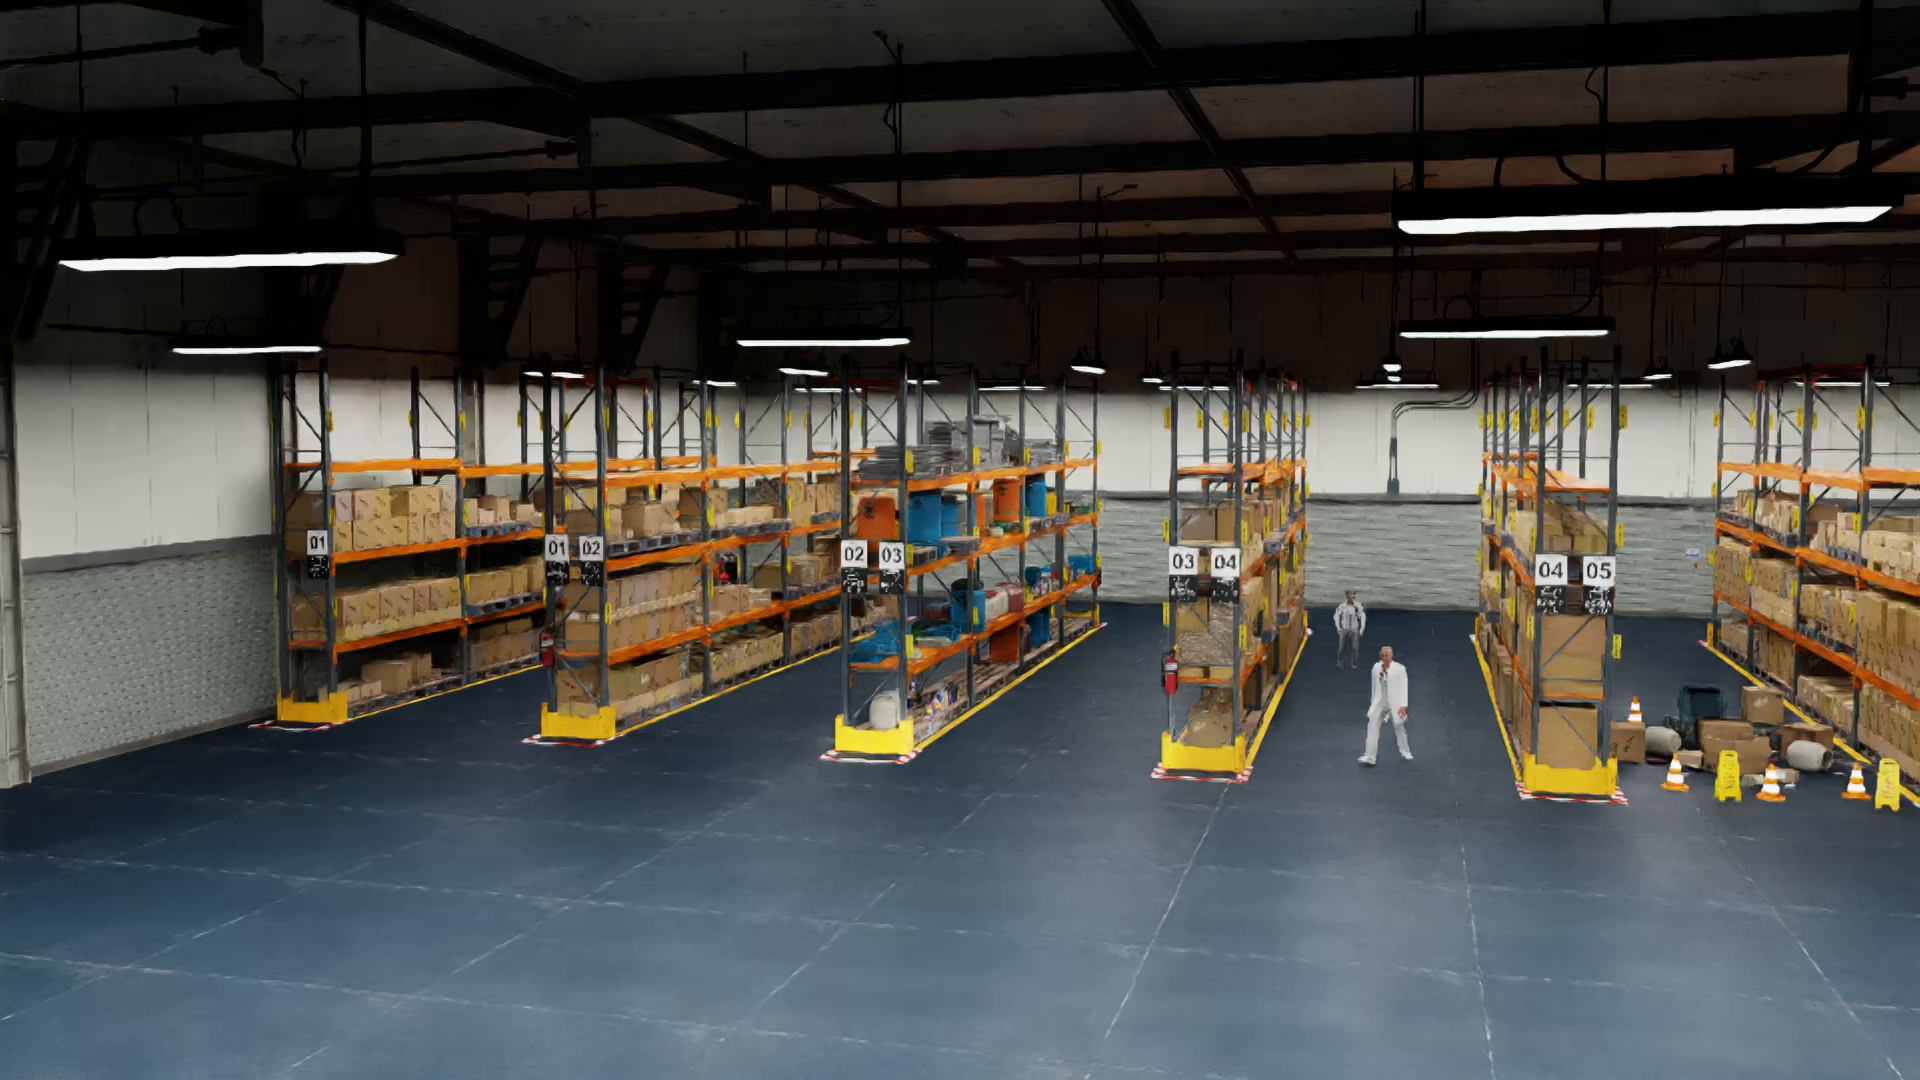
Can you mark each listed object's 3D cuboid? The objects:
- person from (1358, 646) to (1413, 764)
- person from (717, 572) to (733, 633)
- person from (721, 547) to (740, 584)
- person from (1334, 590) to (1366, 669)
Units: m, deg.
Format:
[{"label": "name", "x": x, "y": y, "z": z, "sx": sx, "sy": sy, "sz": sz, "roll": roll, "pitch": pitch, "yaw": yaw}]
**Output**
[{"label": "person", "x": 6.254, "y": 2.399, "z": 24.308, "sx": 0.633, "sy": 1.735, "sz": 1.042, "roll": 3, "pitch": 5, "yaw": 37}, {"label": "person", "x": -5.093, "y": 1.536, "z": 36.061, "sx": 0.553, "sy": 1.707, "sz": 1.104, "roll": 1, "pitch": 4, "yaw": 17}, {"label": "person", "x": -6.053, "y": 0.962, "z": 44.093, "sx": 0.710, "sy": 1.713, "sz": 0.534, "roll": -4, "pitch": 5, "yaw": -42}, {"label": "person", "x": 7.840, "y": 1.789, "z": 33.473, "sx": 0.624, "sy": 1.632, "sz": 0.512, "roll": 1, "pitch": 4, "yaw": 13}]
